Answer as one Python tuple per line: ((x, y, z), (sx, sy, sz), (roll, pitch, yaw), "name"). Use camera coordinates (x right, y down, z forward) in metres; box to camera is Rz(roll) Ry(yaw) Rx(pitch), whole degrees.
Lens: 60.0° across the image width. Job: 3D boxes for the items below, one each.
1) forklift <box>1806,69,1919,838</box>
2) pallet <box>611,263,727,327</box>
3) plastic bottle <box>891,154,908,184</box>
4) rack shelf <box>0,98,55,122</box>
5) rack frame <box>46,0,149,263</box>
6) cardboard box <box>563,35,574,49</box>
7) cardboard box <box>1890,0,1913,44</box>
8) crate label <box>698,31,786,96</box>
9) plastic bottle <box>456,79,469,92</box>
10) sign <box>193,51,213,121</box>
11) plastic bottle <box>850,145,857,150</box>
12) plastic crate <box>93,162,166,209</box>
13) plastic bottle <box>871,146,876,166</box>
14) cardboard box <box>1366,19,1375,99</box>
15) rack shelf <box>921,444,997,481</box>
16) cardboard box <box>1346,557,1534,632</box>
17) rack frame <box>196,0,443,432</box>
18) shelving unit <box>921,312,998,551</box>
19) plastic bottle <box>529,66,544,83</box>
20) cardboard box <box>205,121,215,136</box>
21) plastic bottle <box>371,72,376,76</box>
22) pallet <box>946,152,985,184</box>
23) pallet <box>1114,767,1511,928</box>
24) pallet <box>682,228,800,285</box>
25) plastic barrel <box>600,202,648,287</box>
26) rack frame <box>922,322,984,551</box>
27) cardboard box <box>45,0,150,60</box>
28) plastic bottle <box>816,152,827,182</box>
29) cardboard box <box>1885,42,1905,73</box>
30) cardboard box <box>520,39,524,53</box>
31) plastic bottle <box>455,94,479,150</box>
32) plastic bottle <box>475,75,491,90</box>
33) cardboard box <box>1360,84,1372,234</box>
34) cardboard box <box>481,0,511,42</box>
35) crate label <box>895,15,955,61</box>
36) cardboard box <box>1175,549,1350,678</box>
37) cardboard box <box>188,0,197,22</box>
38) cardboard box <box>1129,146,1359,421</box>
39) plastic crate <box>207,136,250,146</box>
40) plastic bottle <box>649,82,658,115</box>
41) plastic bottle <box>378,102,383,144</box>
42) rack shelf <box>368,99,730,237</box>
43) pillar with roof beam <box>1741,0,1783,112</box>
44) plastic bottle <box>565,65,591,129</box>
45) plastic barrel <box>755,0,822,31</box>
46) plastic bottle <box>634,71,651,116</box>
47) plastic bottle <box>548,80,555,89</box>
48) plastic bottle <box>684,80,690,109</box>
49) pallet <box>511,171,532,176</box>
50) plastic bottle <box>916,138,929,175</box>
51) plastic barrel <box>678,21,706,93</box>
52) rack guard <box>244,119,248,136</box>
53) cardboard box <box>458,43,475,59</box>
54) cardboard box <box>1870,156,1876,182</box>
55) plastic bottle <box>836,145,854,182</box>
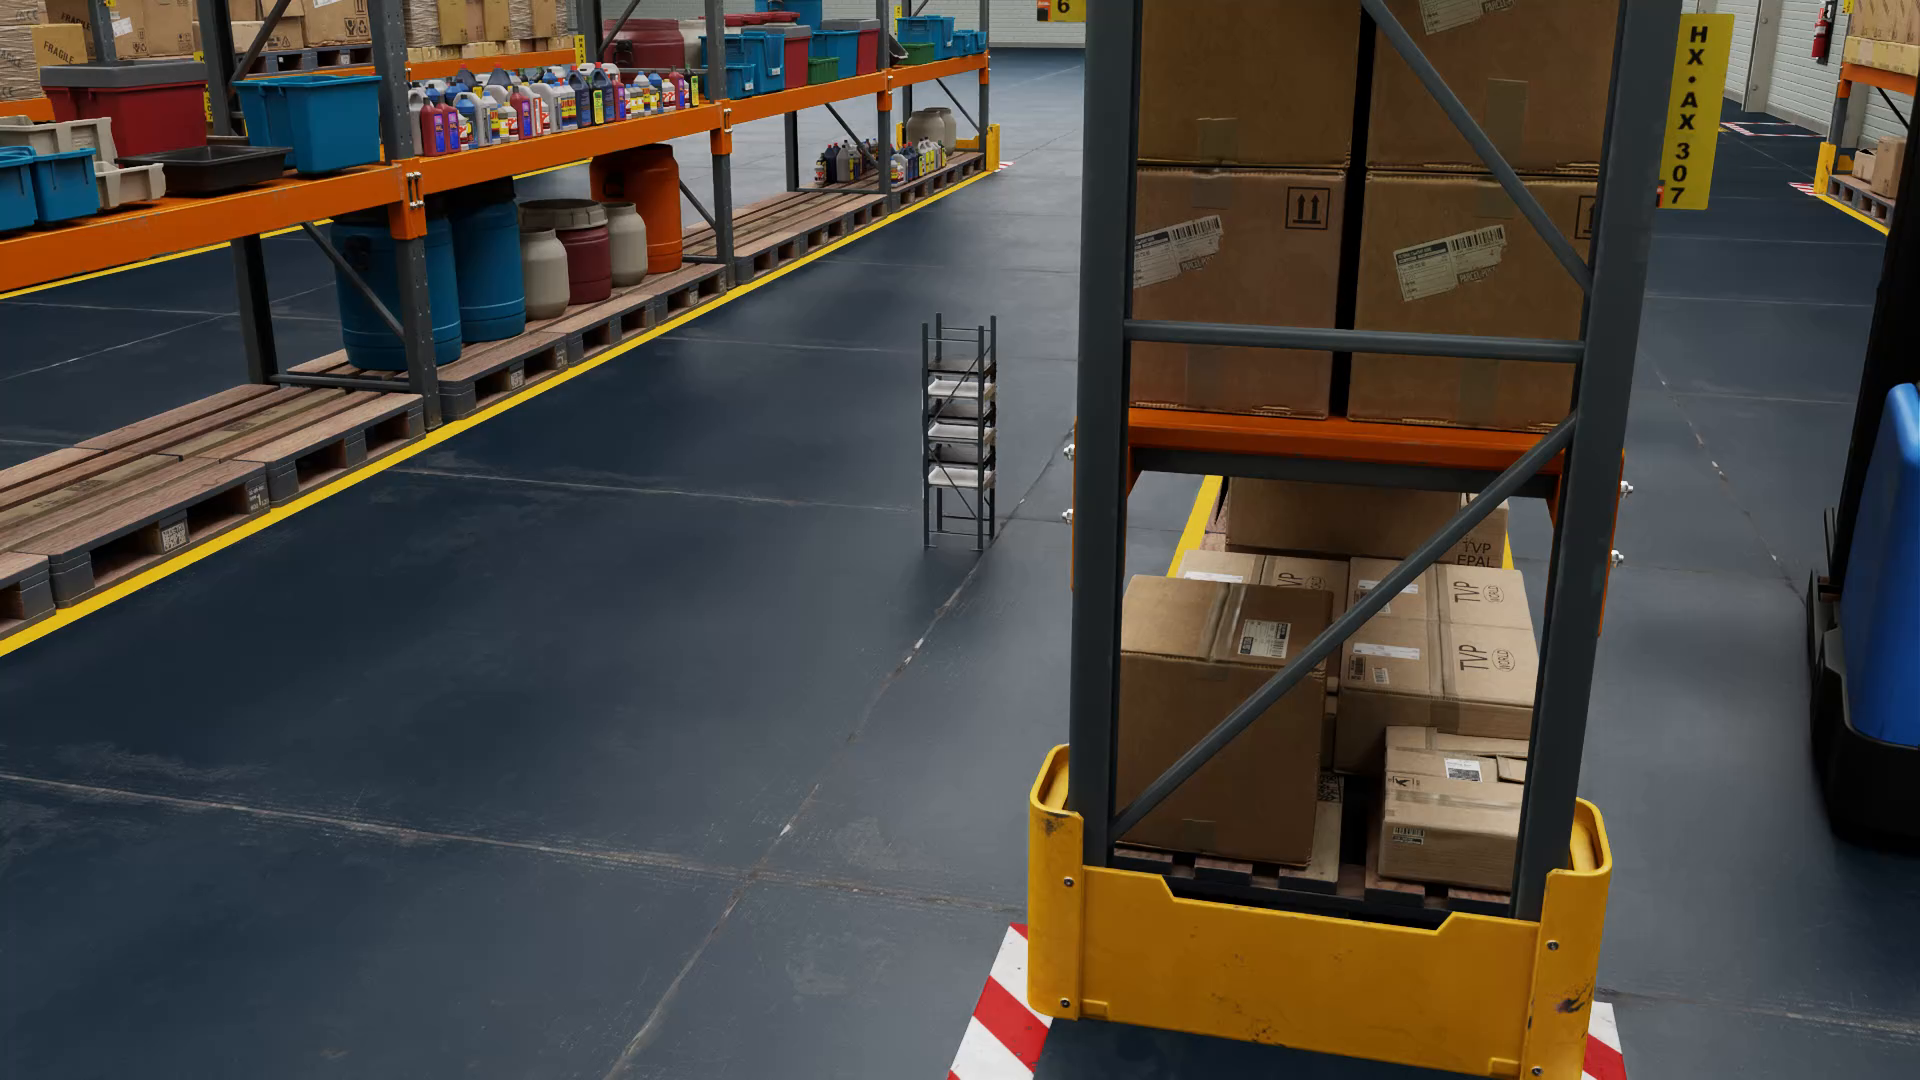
((3.382, -0.958, 4.958), (1.130, 2.935, 3.031), (9, 21, 24), "forklift")
((-2.274, -1.696, 11.327), (1.003, 0.211, 1.213), (5, 19, 13), "pallet")
((-0.590, -3.608, 16.143), (0.152, 0.276, 0.135), (5, 20, 15), "plastic bottle")
((-7.414, -2.690, 11.035), (1.077, 0.370, 4.000), (5, 19, 13), "rack shelf")
((-6.925, -3.657, 12.754), (1.000, 3.000, 0.127), (5, 19, 13), "rack frame")
((-4.840, -5.940, 19.827), (0.380, 0.149, 0.250), (5, 19, 13), "cardboard box")
((8.654, -4.680, 14.791), (0.500, 0.500, 0.500), (5, 20, 15), "cardboard box")
((-1.617, -3.573, 12.453), (0.502, 0.435, 0.616), (5, 19, 13), "crate label")
((-2.921, -2.564, 9.751), (0.097, 0.271, 0.097), (0, 19, 0), "plastic bottle")
((-3.633, -2.187, 8.023), (0.100, 0.325, 0.005), (5, 19, 13), "sign")
((-1.098, -3.876, 16.927), (0.152, 0.276, 0.135), (5, 19, 14), "plastic bottle")
((-3.234, -1.346, 6.304), (0.293, 0.136, 0.466), (5, 19, 13), "plastic crate")
((-0.938, -4.081, 17.645), (0.097, 0.201, 0.097), (0, 19, 0), "plastic bottle")
((0.938, -1.530, 4.826), (0.500, 0.500, 0.500), (5, 20, 15), "cardboard box")
((-0.002, -0.307, 6.575), (0.258, 0.077, 0.200), (5, 19, 13), "rack shelf")
((1.378, 0.265, 4.844), (0.500, 0.250, 0.500), (5, 19, 13), "cardboard box")
((-3.100, -2.012, 7.939), (1.000, 3.000, 0.127), (5, 19, 13), "rack frame")
((-0.002, -0.423, 6.535), (0.258, 0.900, 0.210), (5, 19, 13), "shelving unit")
((-2.731, -2.917, 10.769), (0.061, 0.283, 0.133), (5, 19, 13), "plastic bottle")
((-6.671, -3.417, 14.077), (0.500, 0.250, 0.500), (7, 20, 20), "cardboard box")
((-3.147, -2.361, 9.035), (0.144, 0.351, 0.185), (5, 19, 13), "plastic bottle")
((-0.344, -4.172, 18.576), (1.003, 0.211, 1.213), (5, 19, 13), "pallet")
((0.938, 0.680, 4.372), (1.003, 0.211, 1.213), (5, 19, 13), "pallet")
((-1.895, -2.186, 12.762), (1.003, 0.211, 1.213), (5, 19, 13), "pallet")
((-2.277, -1.949, 10.952), (0.421, 0.512, 0.421), (0, 19, 0), "plastic barrel")
((-0.027, -0.391, 6.441), (0.240, 0.900, 0.006), (5, 19, 13), "rack frame")
((-6.832, -4.076, 13.175), (0.500, 0.500, 0.500), (2, 19, 7), "cardboard box")
((-1.347, -3.619, 16.165), (0.061, 0.283, 0.133), (6, 20, 16), "plastic bottle")
((8.643, -4.320, 14.897), (0.500, 0.250, 0.500), (5, 19, 14), "cardboard box")
((-5.129, -5.547, 18.676), (0.380, 0.149, 0.250), (5, 19, 13), "cardboard box")
((-2.529, -2.143, 8.519), (0.097, 0.271, 0.097), (0, 19, 0), "plastic bottle")
((-2.880, -2.663, 10.034), (0.152, 0.276, 0.135), (5, 19, 13), "plastic bottle")
((1.192, -1.368, 5.899), (0.500, 0.500, 0.500), (5, 19, 14), "cardboard box")
((-5.435, -5.707, 18.141), (0.875, 0.500, 0.500), (5, 19, 13), "cardboard box")
((-0.355, -5.192, 17.193), (0.502, 0.435, 0.616), (5, 19, 13), "crate label")
((0.881, 0.241, 4.913), (0.500, 0.250, 0.500), (5, 19, 13), "cardboard box")
((-9.915, -6.365, 20.450), (0.875, 0.550, 0.550), (5, 19, 13), "cardboard box")
((0.571, -0.576, 3.577), (0.500, 0.500, 0.500), (5, 20, 15), "cardboard box")
((-3.352, -1.781, 7.578), (0.396, 0.136, 0.243), (5, 19, 13), "plastic crate")
((-1.981, -2.813, 10.590), (0.097, 0.201, 0.097), (0, 19, 0), "plastic bottle")
((-3.053, -2.292, 8.832), (0.144, 0.351, 0.185), (5, 19, 13), "plastic bottle")
((-2.611, -2.299, 9.890), (1.077, 0.370, 4.000), (5, 19, 13), "rack shelf")
((8.864, -11.644, 26.855), (9.100, 9.000, 0.400), (5, 19, 13), "pillar with roof beam")
((-2.244, -2.578, 9.670), (0.144, 0.351, 0.185), (5, 19, 13), "plastic bottle")
((-1.533, -4.660, 14.914), (0.600, 0.901, 0.708), (5, 19, 13), "plastic barrel")
((-2.005, -2.816, 10.489), (0.097, 0.271, 0.097), (0, 19, 0), "plastic bottle")
((-2.371, -2.536, 9.671), (0.097, 0.271, 0.097), (0, 19, 0), "plastic bottle")
((-1.853, -2.977, 11.070), (0.097, 0.201, 0.097), (0, 19, 0), "plastic bottle")
((-5.522, -4.188, 18.623), (1.003, 0.211, 1.213), (5, 19, 13), "pallet")
((-0.395, -3.887, 16.845), (0.144, 0.351, 0.185), (5, 19, 13), "plastic bottle")
((-2.078, -3.658, 12.585), (0.421, 0.512, 0.421), (0, 19, 0), "plastic barrel")
((-9.750, -5.413, 21.761), (1.175, 0.500, 0.348), (5, 19, 13), "rack guard")
((-5.343, -5.148, 17.507), (0.380, 0.149, 0.250), (5, 19, 13), "cardboard box")
((9.044, -3.539, 15.886), (0.500, 0.311, 0.500), (6, 20, 18), "cardboard box")
((-1.127, -3.688, 16.261), (0.144, 0.351, 0.185), (5, 19, 13), "plastic bottle")
